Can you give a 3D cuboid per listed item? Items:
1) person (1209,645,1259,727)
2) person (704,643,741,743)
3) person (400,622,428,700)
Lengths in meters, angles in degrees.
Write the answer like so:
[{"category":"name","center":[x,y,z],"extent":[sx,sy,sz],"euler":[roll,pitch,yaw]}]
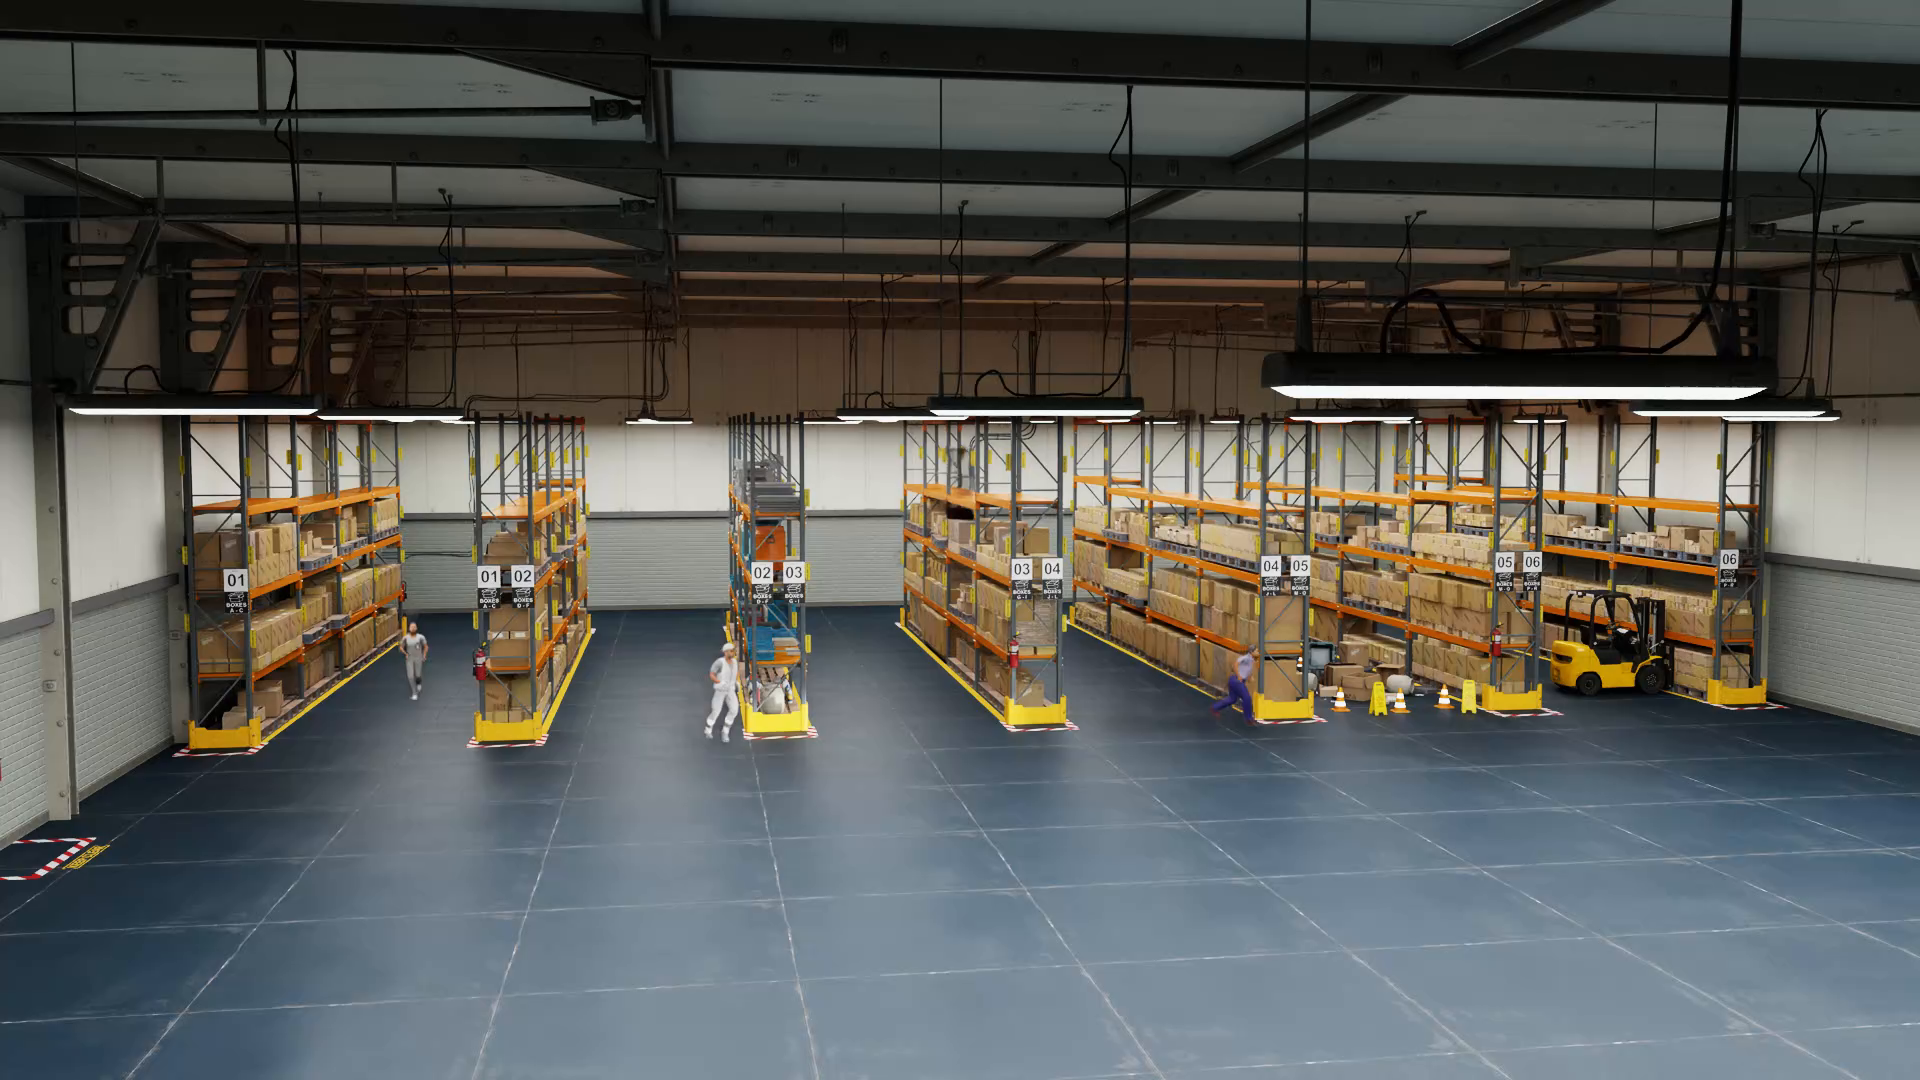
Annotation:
[{"category":"person","center":[5.260,2.795,31.913],"extent":[0.962,1.612,0.640],"euler":[1,4,20]},{"category":"person","center":[-4.266,2.780,30.369],"extent":[0.721,1.805,0.657],"euler":[-3,5,-40]},{"category":"person","center":[-11.501,2.537,35.032],"extent":[0.565,1.630,0.572],"euler":[-1,4,-15]}]
